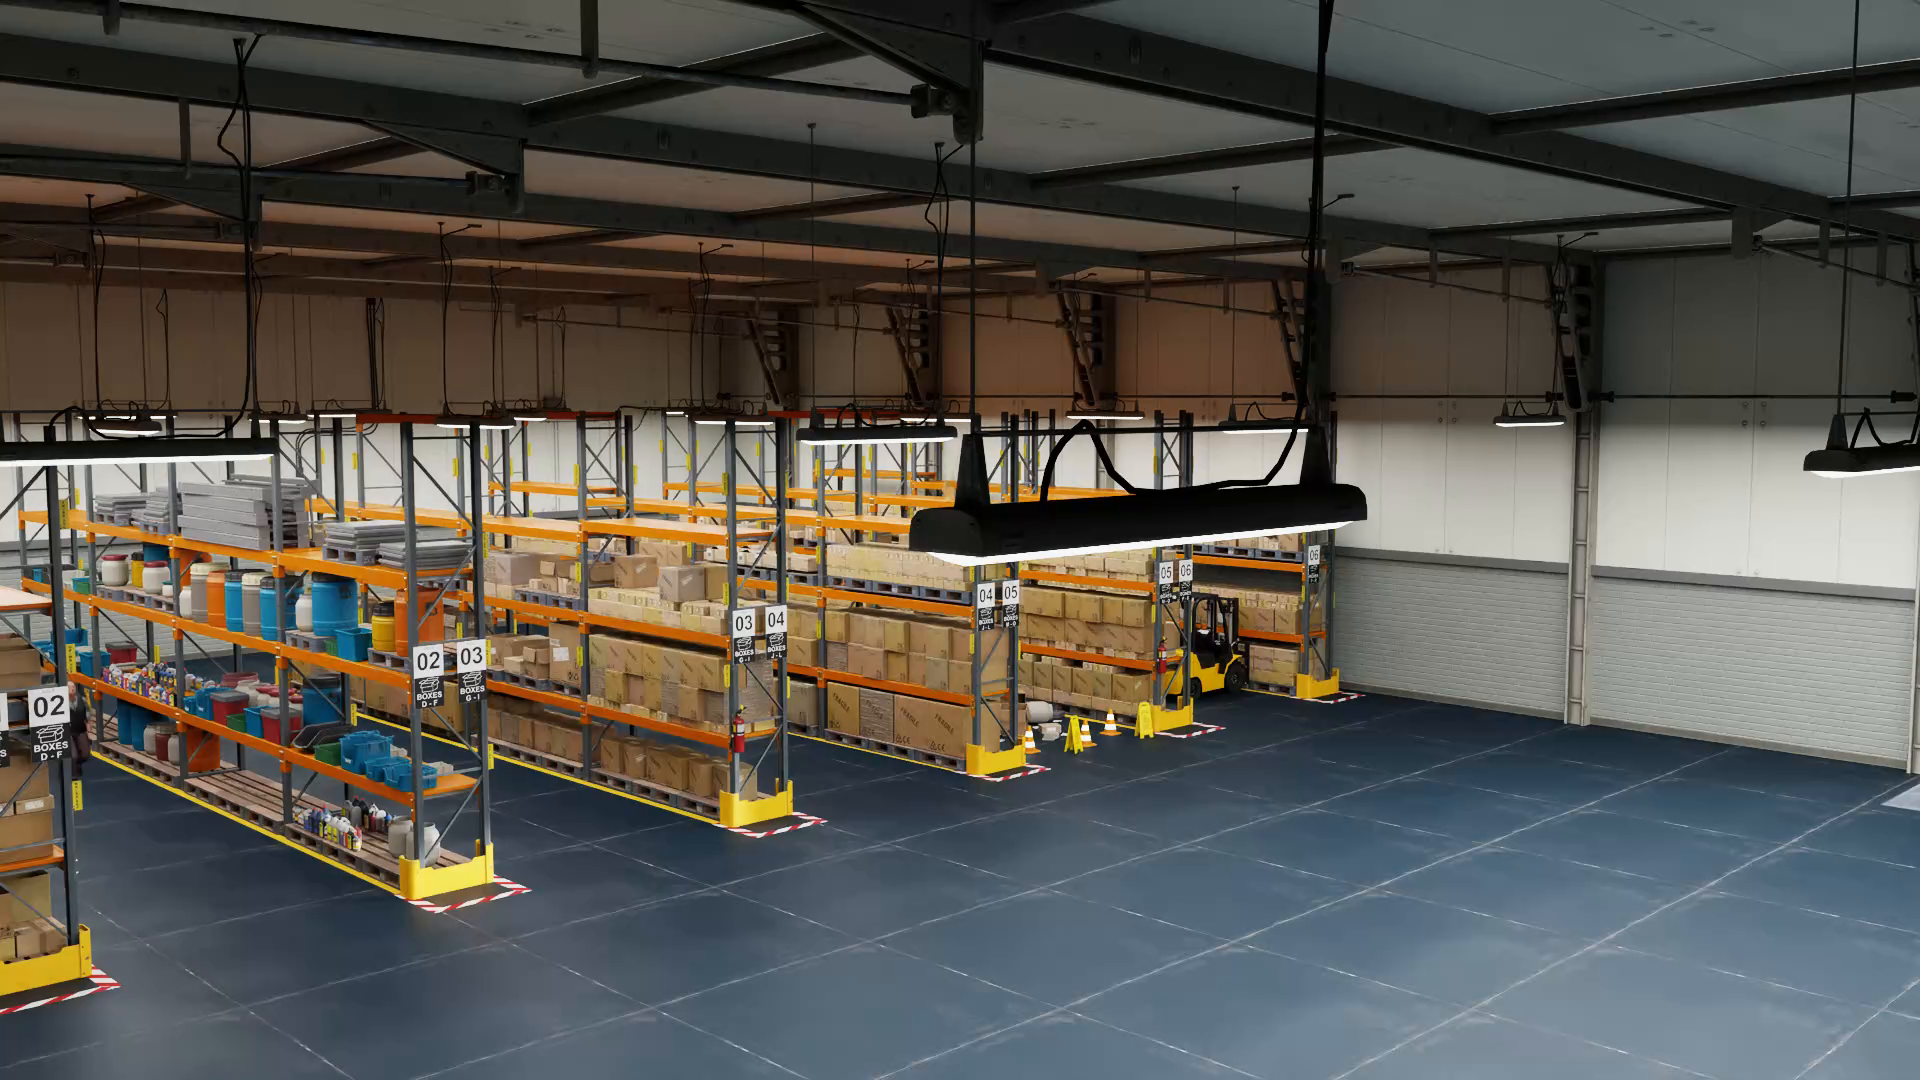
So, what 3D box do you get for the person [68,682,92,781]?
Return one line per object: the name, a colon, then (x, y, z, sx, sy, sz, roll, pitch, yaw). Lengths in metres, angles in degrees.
person: (-14.457, 3.143, 27.097, 0.656, 1.673, 0.606, -5, 7, -45)
